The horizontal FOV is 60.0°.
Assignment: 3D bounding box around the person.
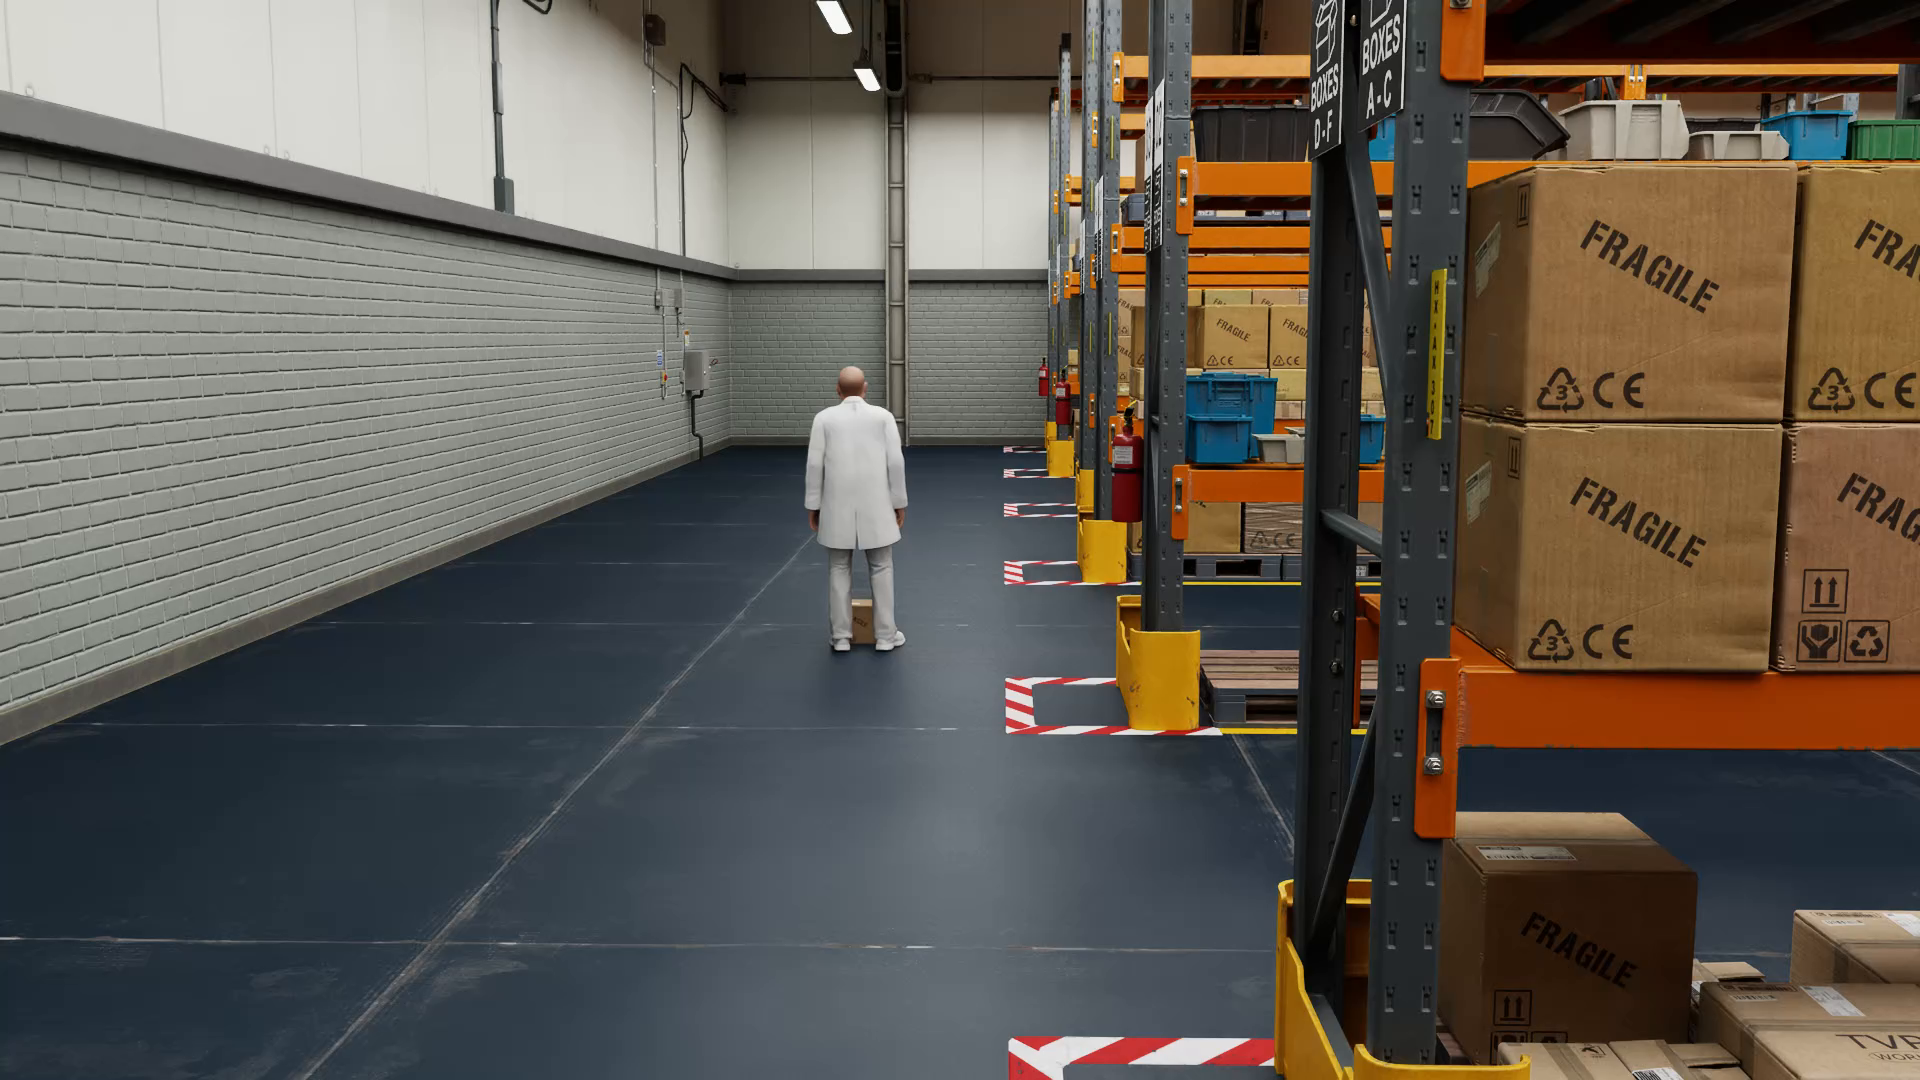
[{"bbox_3d":[-0.651,-0.197,10.421,0.647,1.772,0.429,0,7,-2],"label":"person"}]
